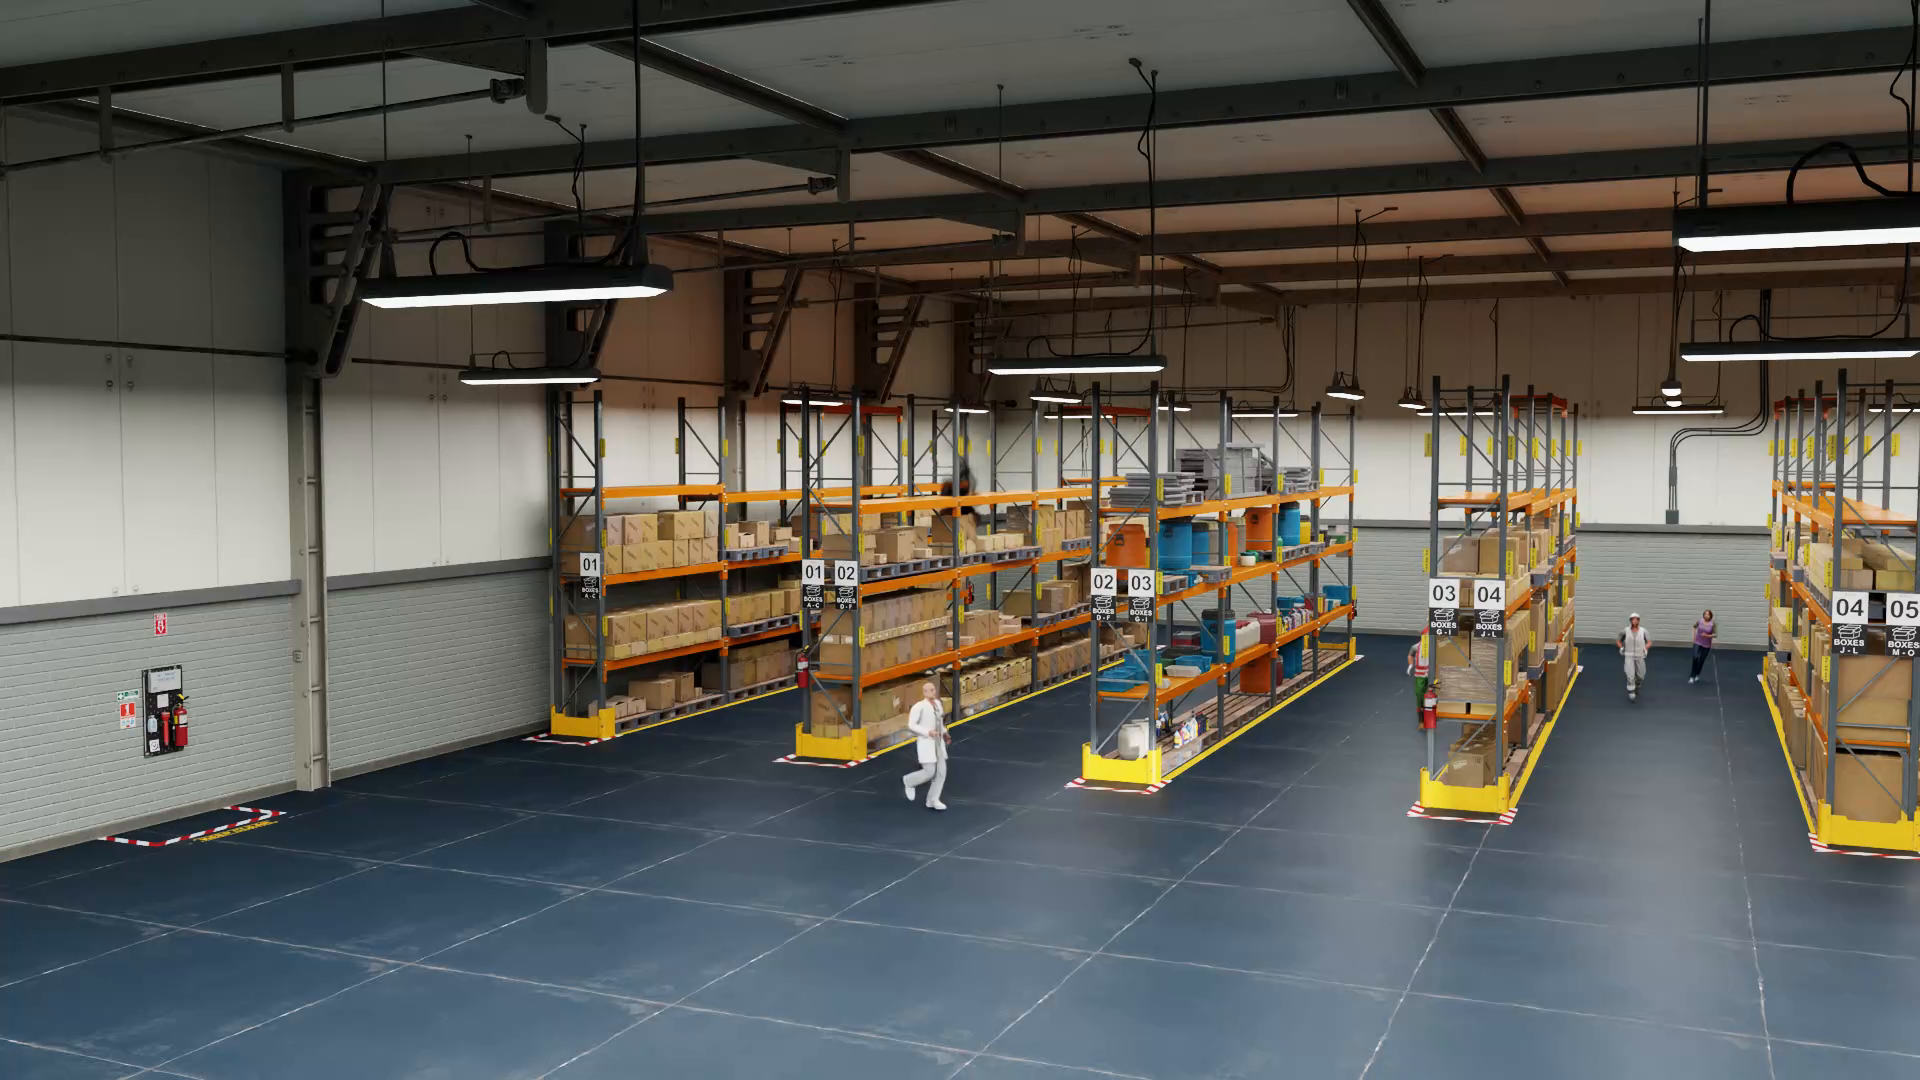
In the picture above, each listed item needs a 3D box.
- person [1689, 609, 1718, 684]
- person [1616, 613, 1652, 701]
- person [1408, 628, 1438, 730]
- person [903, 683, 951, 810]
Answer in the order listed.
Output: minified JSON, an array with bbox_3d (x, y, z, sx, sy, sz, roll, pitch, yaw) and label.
[{"bbox_3d":[15.829,2.275,35.381,0.548,1.634,0.646,2,4,27],"label":"person"},{"bbox_3d":[13.333,2.315,32.906,0.655,1.738,0.582,1,3,19],"label":"person"},{"bbox_3d":[8.314,2.448,29.638,0.661,1.765,1.002,1,3,17],"label":"person"},{"bbox_3d":[-0.369,2.853,23.080,0.535,1.739,0.713,3,4,42],"label":"person"}]
